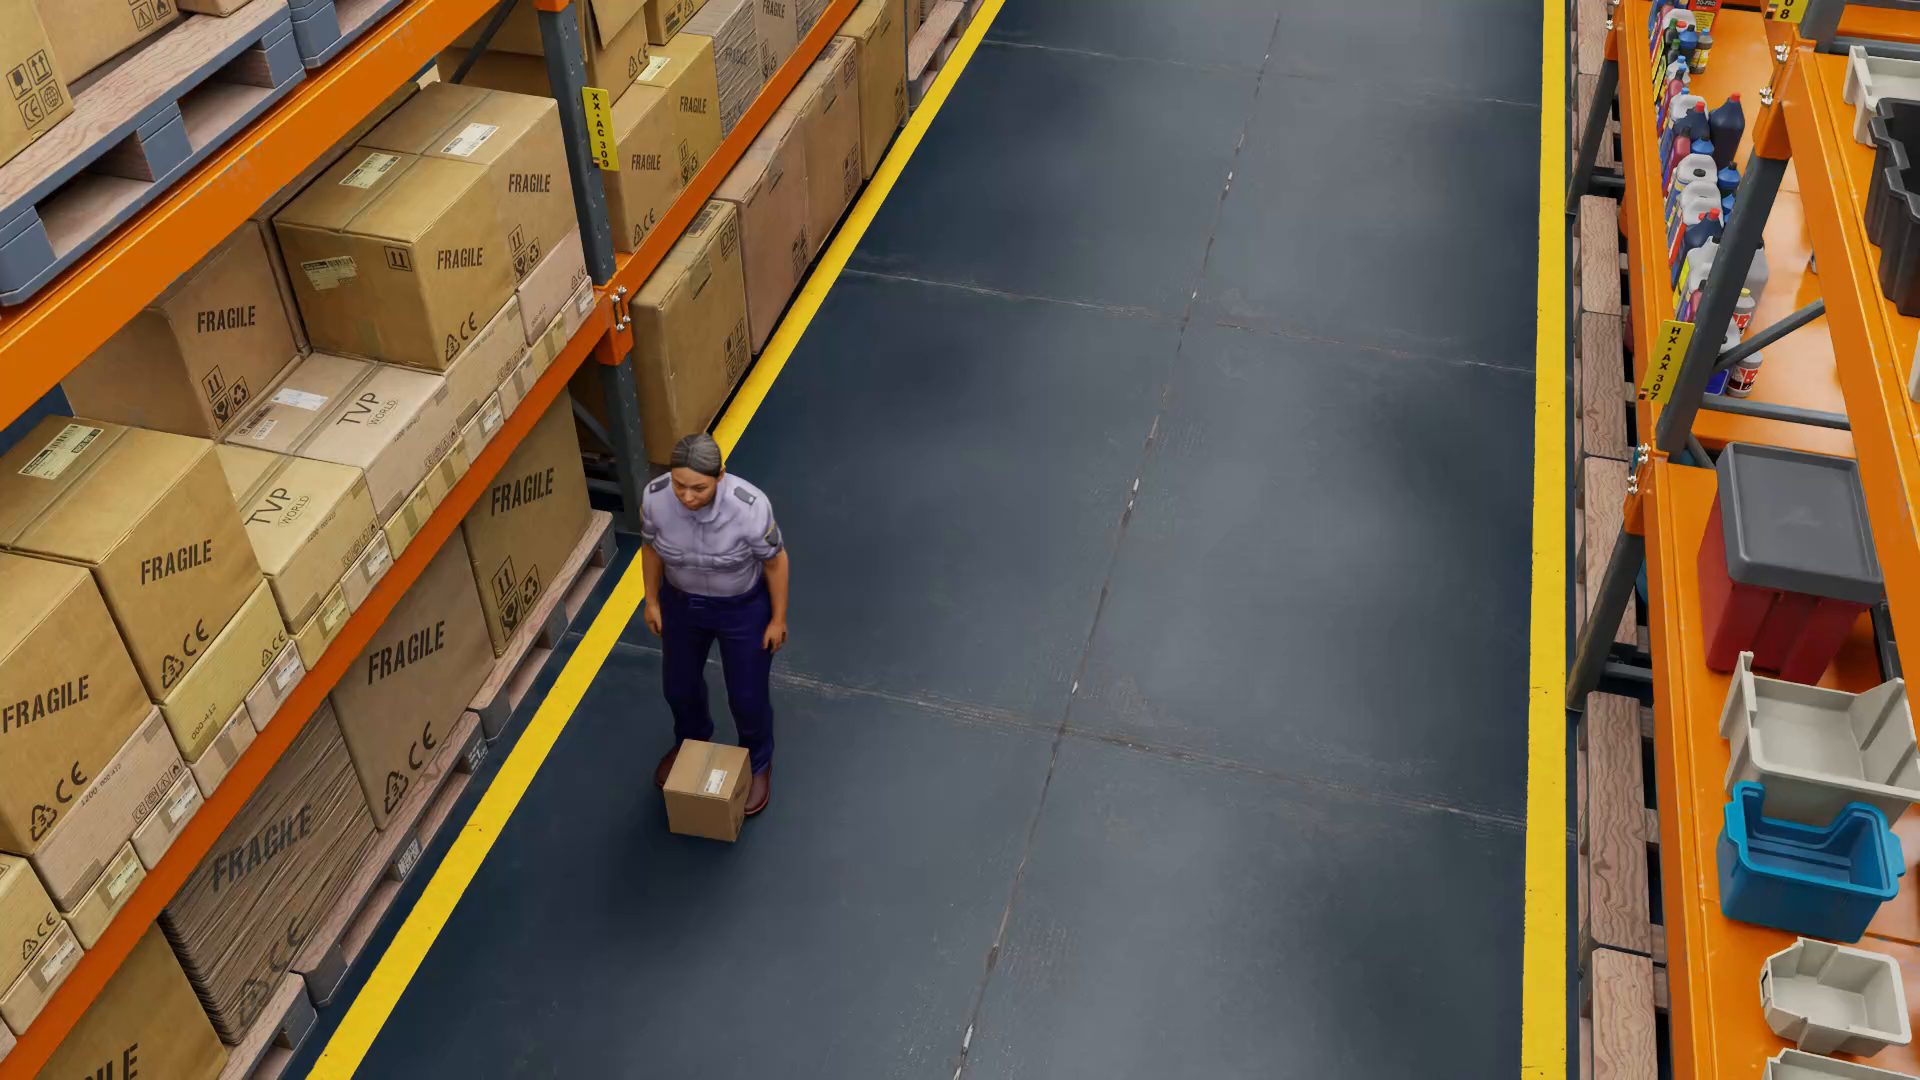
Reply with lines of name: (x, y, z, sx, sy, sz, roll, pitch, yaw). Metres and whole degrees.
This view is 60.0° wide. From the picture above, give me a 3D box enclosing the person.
person: (-0.877, 0.269, 5.859, 0.560, 1.651, 0.426, 8, 42, 9)
